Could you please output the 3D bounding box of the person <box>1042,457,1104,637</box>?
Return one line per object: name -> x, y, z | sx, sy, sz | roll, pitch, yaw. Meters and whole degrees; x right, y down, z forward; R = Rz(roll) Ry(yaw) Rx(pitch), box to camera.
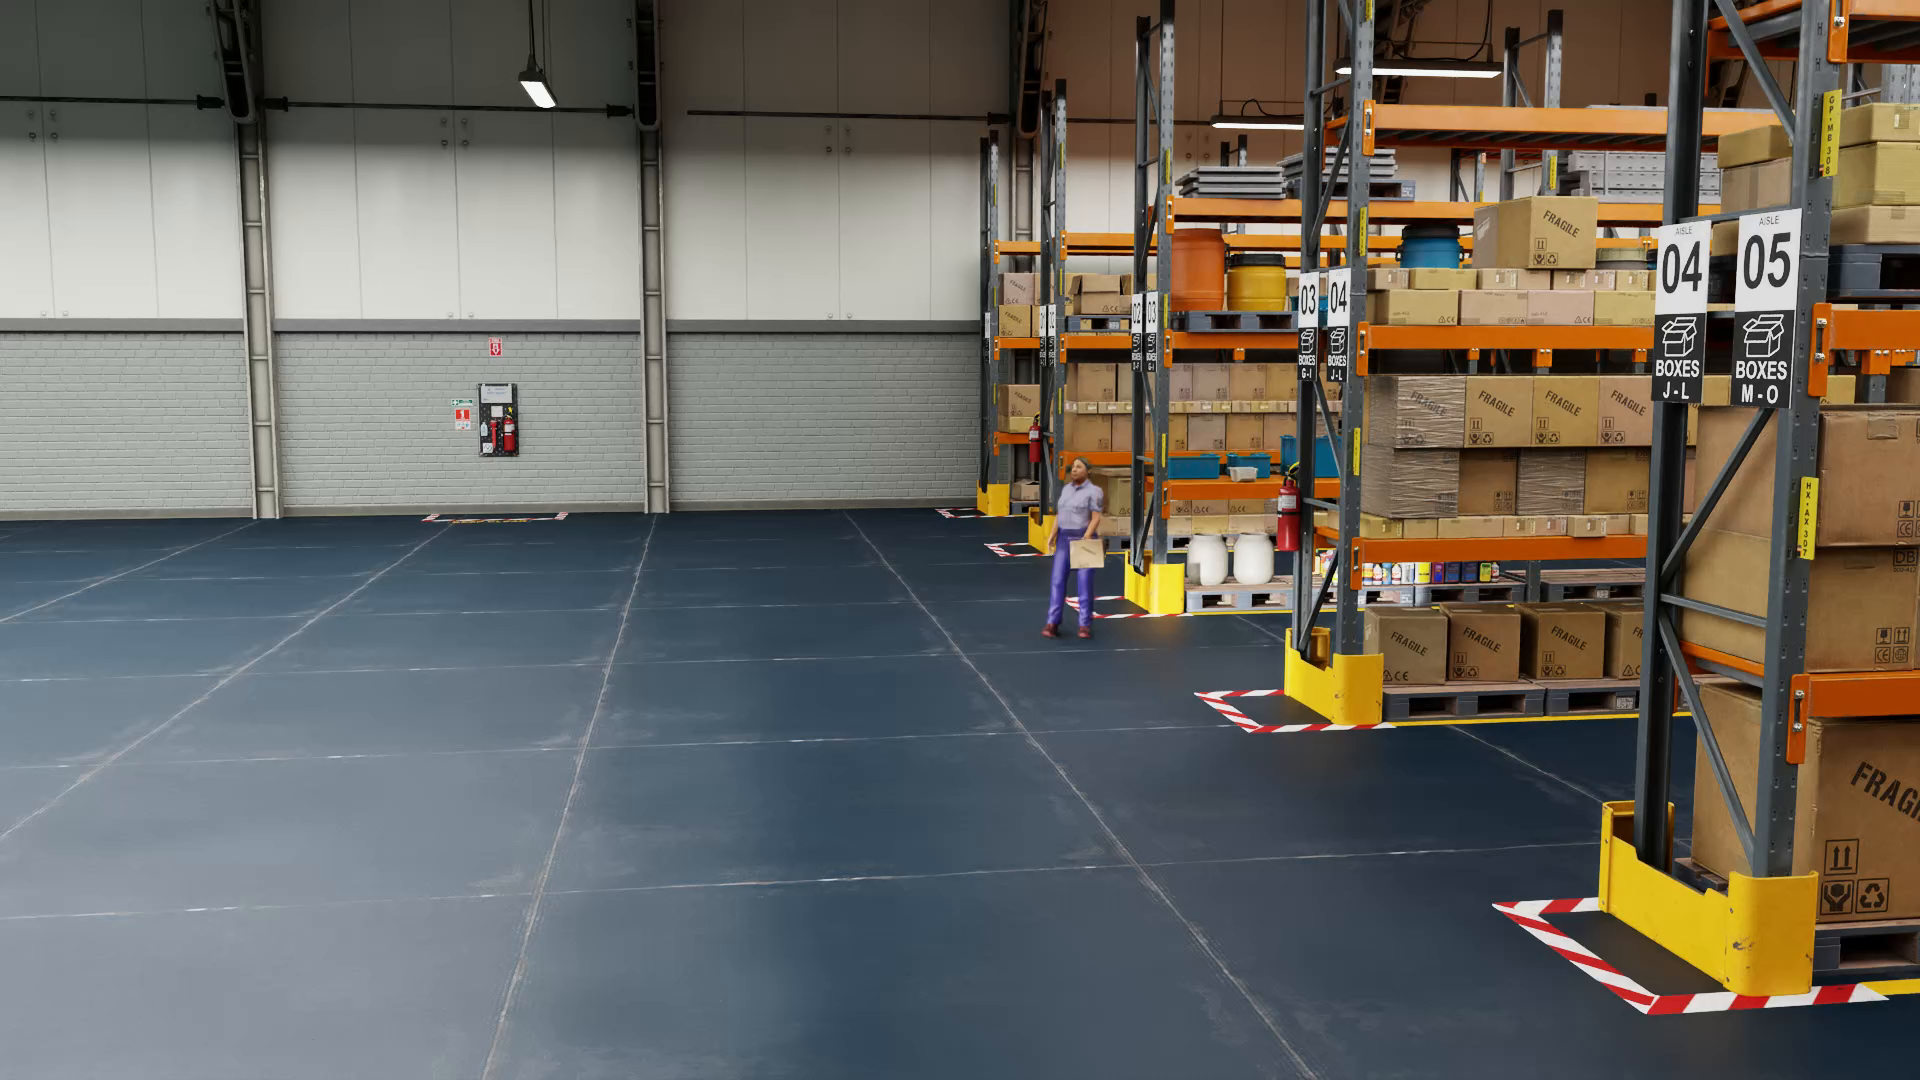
person -> 1.048, 0.068, 15.305 | 0.518, 1.638, 0.495 | 5, 8, 37
